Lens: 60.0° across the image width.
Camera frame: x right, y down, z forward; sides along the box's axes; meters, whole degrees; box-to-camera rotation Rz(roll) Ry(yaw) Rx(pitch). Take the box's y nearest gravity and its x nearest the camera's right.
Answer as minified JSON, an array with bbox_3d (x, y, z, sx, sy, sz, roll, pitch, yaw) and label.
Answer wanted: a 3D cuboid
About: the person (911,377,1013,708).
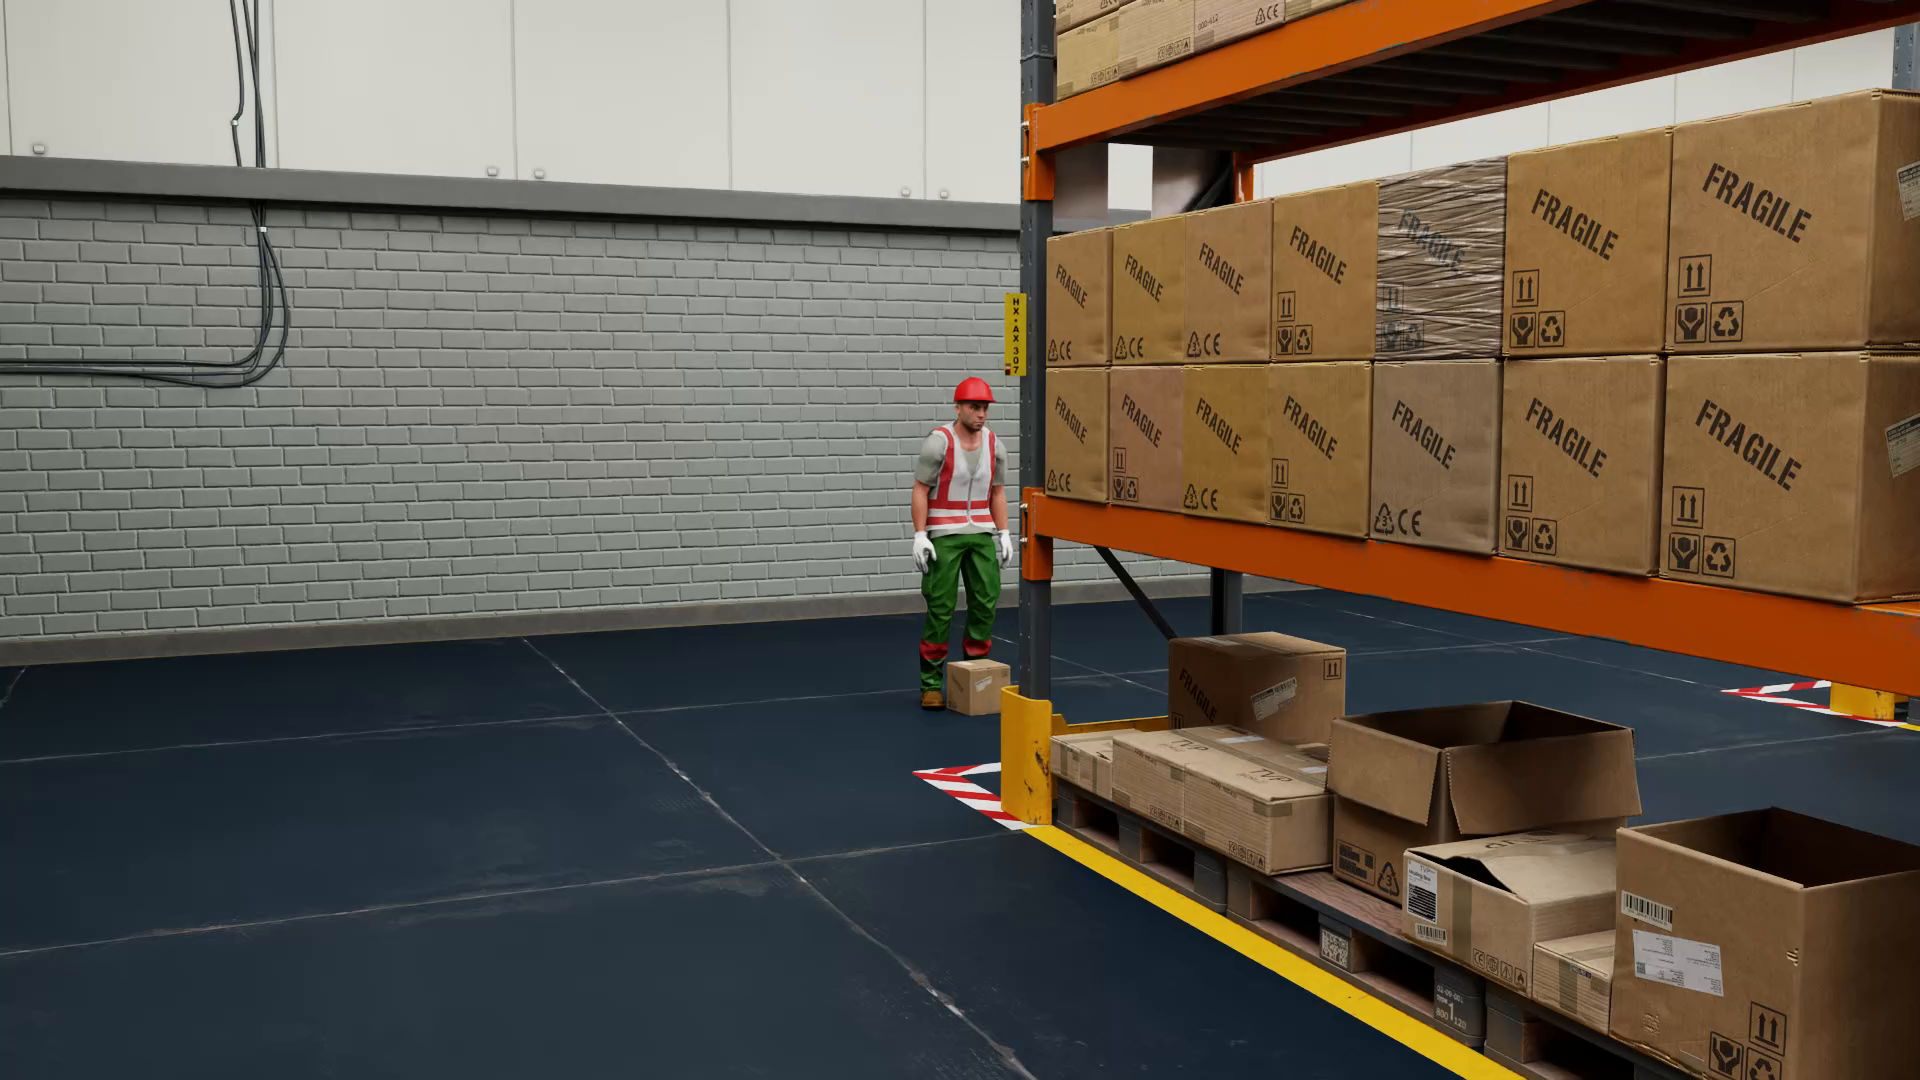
[{"bbox_3d":[0.018,0.009,9.035,0.610,1.777,0.452,-3,6,-27],"label":"person"}]
